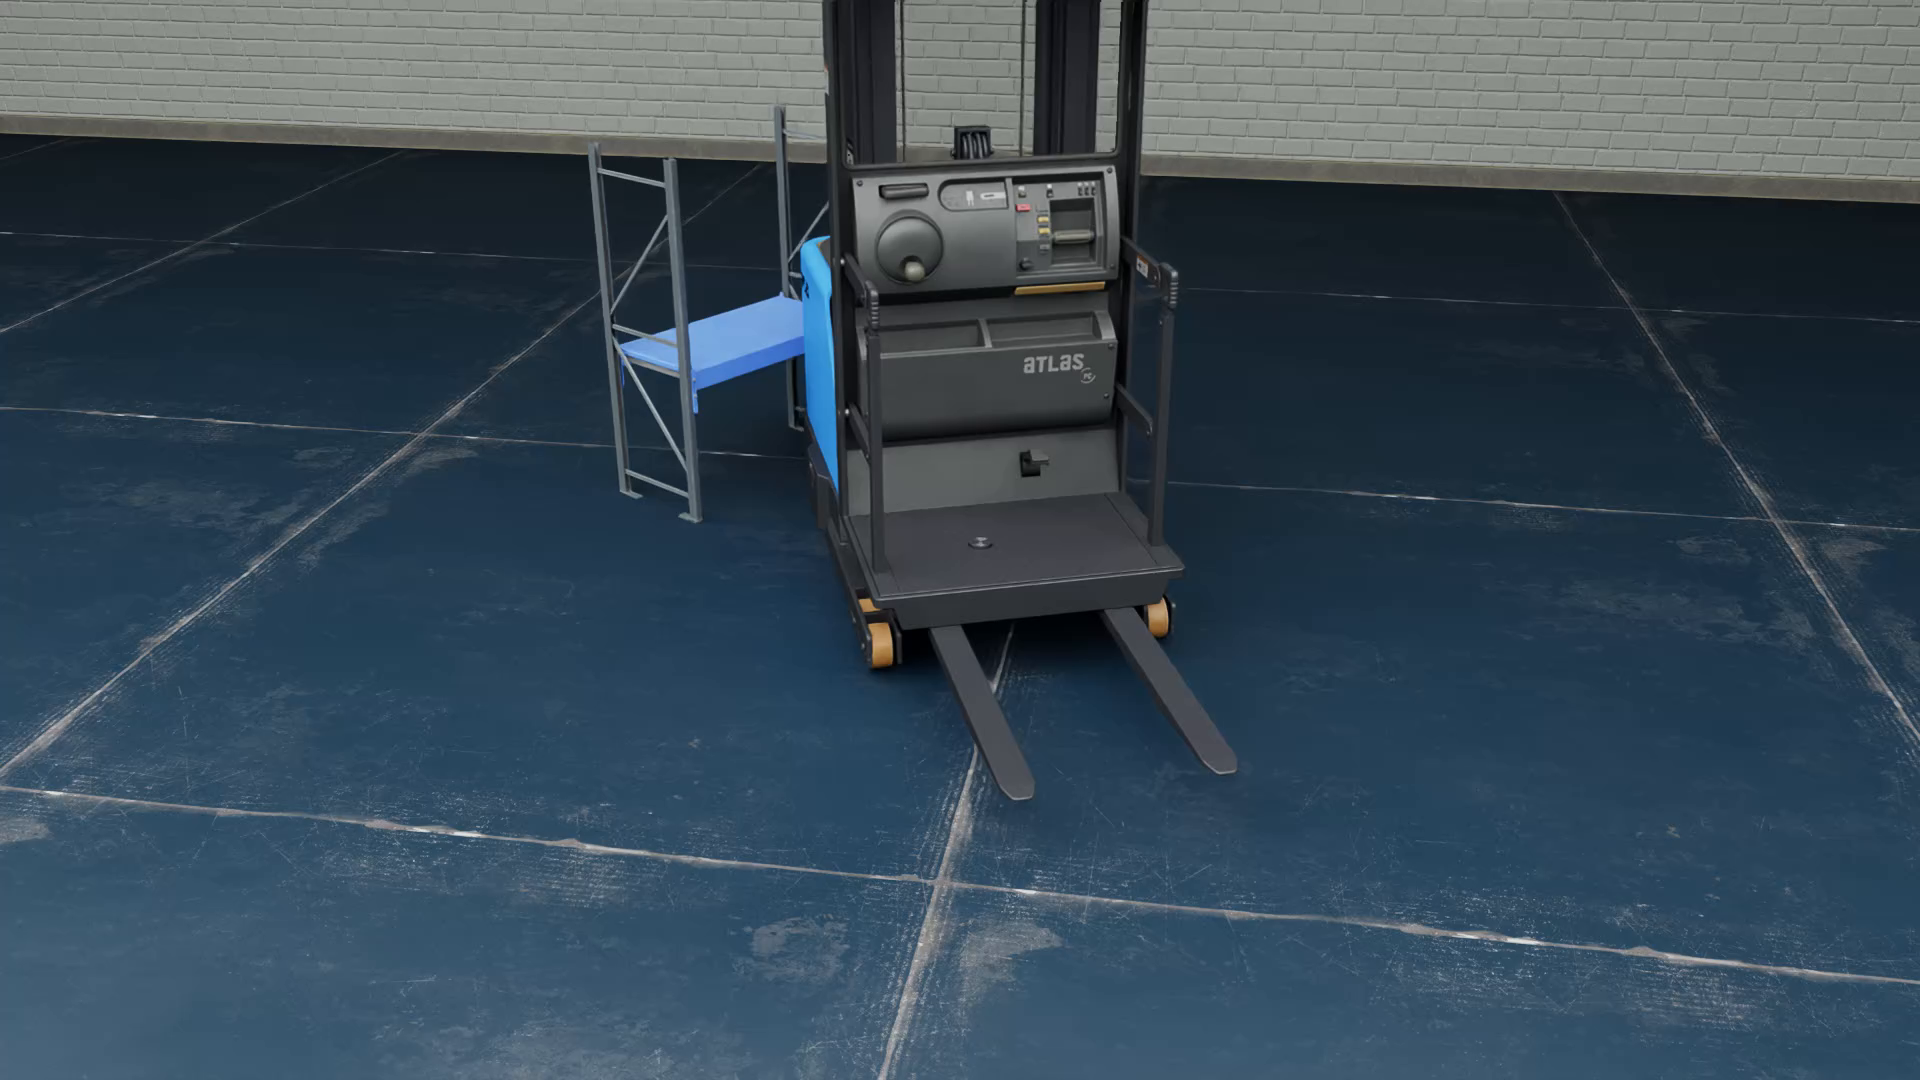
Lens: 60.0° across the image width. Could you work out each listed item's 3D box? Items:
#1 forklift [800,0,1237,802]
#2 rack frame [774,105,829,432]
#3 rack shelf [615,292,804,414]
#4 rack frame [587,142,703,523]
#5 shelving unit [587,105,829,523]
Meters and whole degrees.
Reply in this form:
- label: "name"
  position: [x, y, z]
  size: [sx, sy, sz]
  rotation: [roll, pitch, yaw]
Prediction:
- label: "forklift"
  position: [0.145, -1.053, 5.541]
  size: [1.130, 2.935, 3.031]
  rotation: [-5, 26, -11]
- label: "rack frame"
  position: [-0.613, -1.151, 7.439]
  size: [0.500, 1.500, 0.032]
  rotation: [20, 32, 36]
- label: "rack shelf"
  position: [-0.942, -0.823, 7.164]
  size: [0.538, 0.185, 1.000]
  rotation: [20, 32, 36]
- label: "rack frame"
  position: [-1.271, -0.822, 6.737]
  size: [0.500, 1.500, 0.032]
  rotation: [20, 32, 36]
- label: "shelving unit"
  position: [-0.942, -0.986, 7.088]
  size: [0.538, 1.500, 1.048]
  rotation: [20, 32, 36]
